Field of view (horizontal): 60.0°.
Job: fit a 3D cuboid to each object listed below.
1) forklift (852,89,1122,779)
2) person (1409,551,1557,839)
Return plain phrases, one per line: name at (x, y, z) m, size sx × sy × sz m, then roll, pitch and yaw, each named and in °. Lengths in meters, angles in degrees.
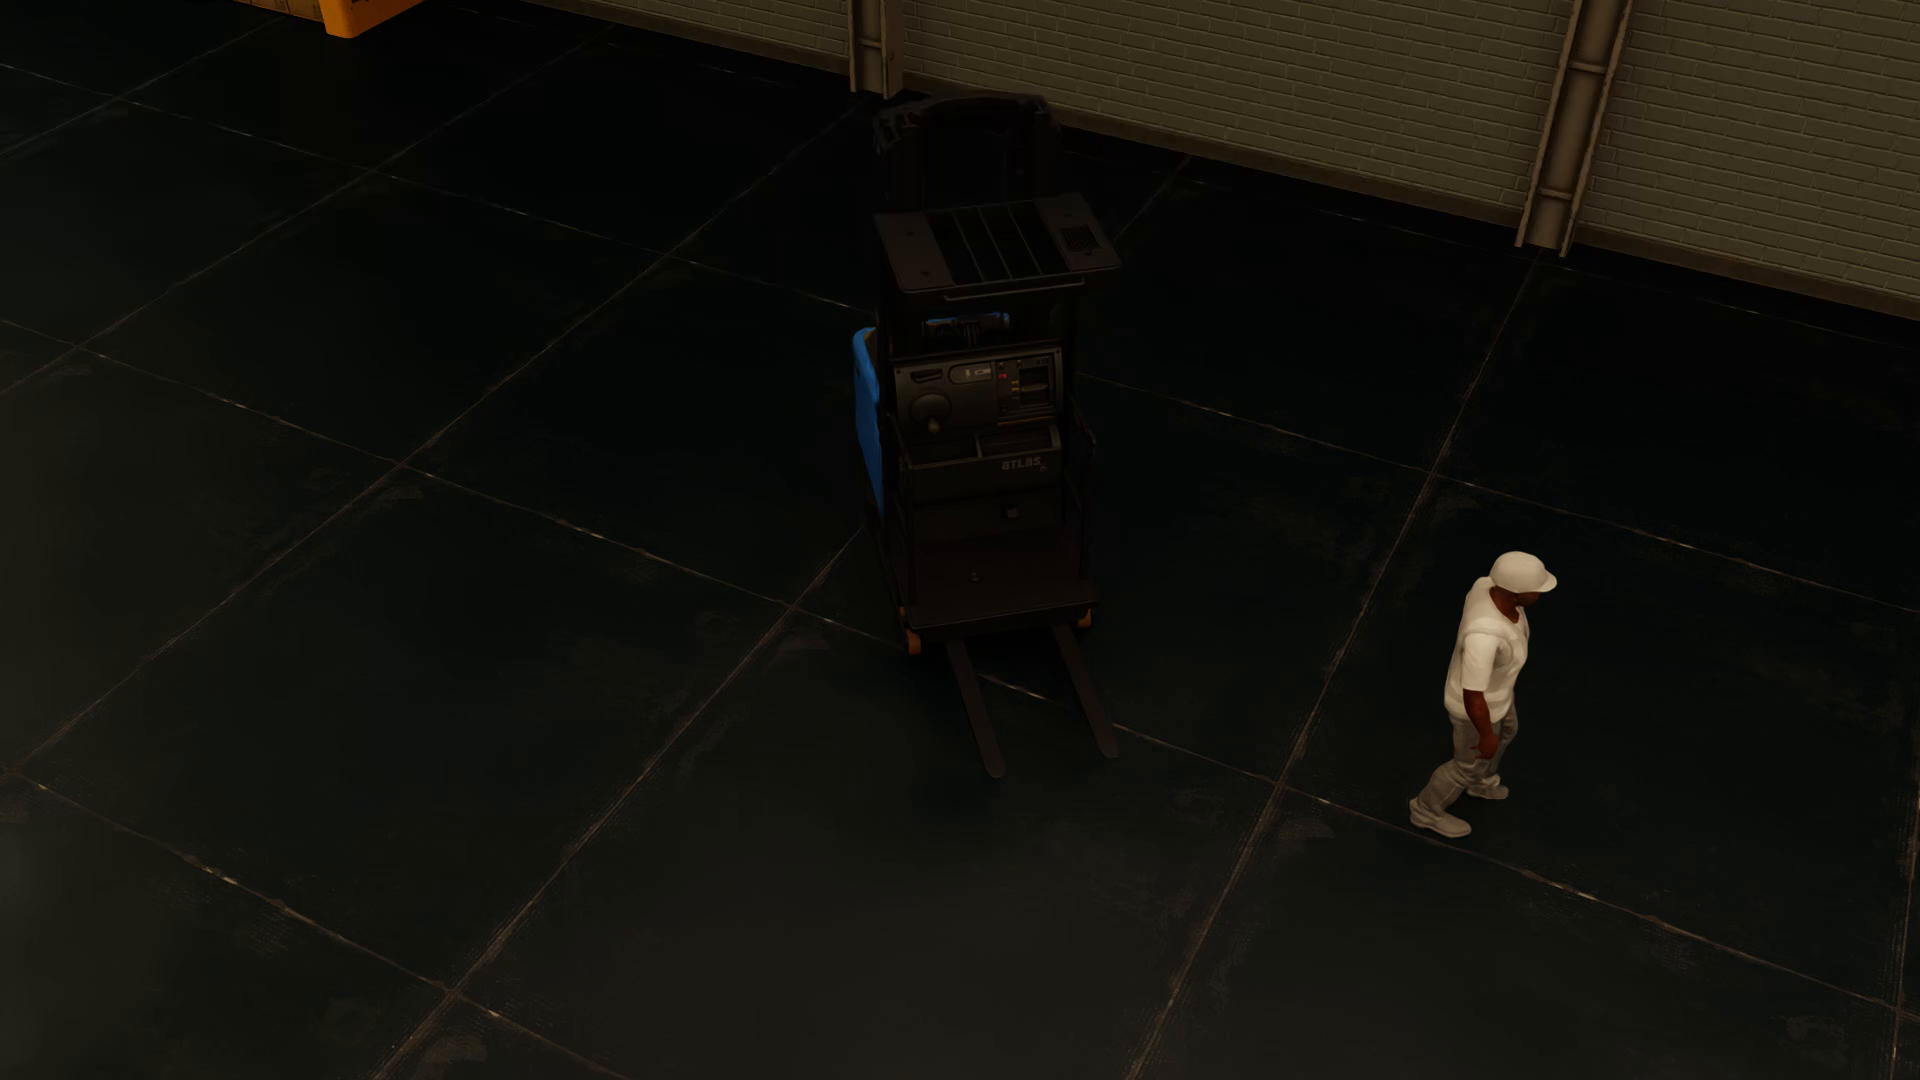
forklift at (0.155, -0.734, 8.857) m, size 1.130 × 2.935 × 3.031 m, roll -8°, pitch 41°, yaw -10°
person at (2.581, 0.777, 8.027) m, size 0.538 × 1.801 × 0.663 m, roll 13°, pitch 42°, yaw 15°
